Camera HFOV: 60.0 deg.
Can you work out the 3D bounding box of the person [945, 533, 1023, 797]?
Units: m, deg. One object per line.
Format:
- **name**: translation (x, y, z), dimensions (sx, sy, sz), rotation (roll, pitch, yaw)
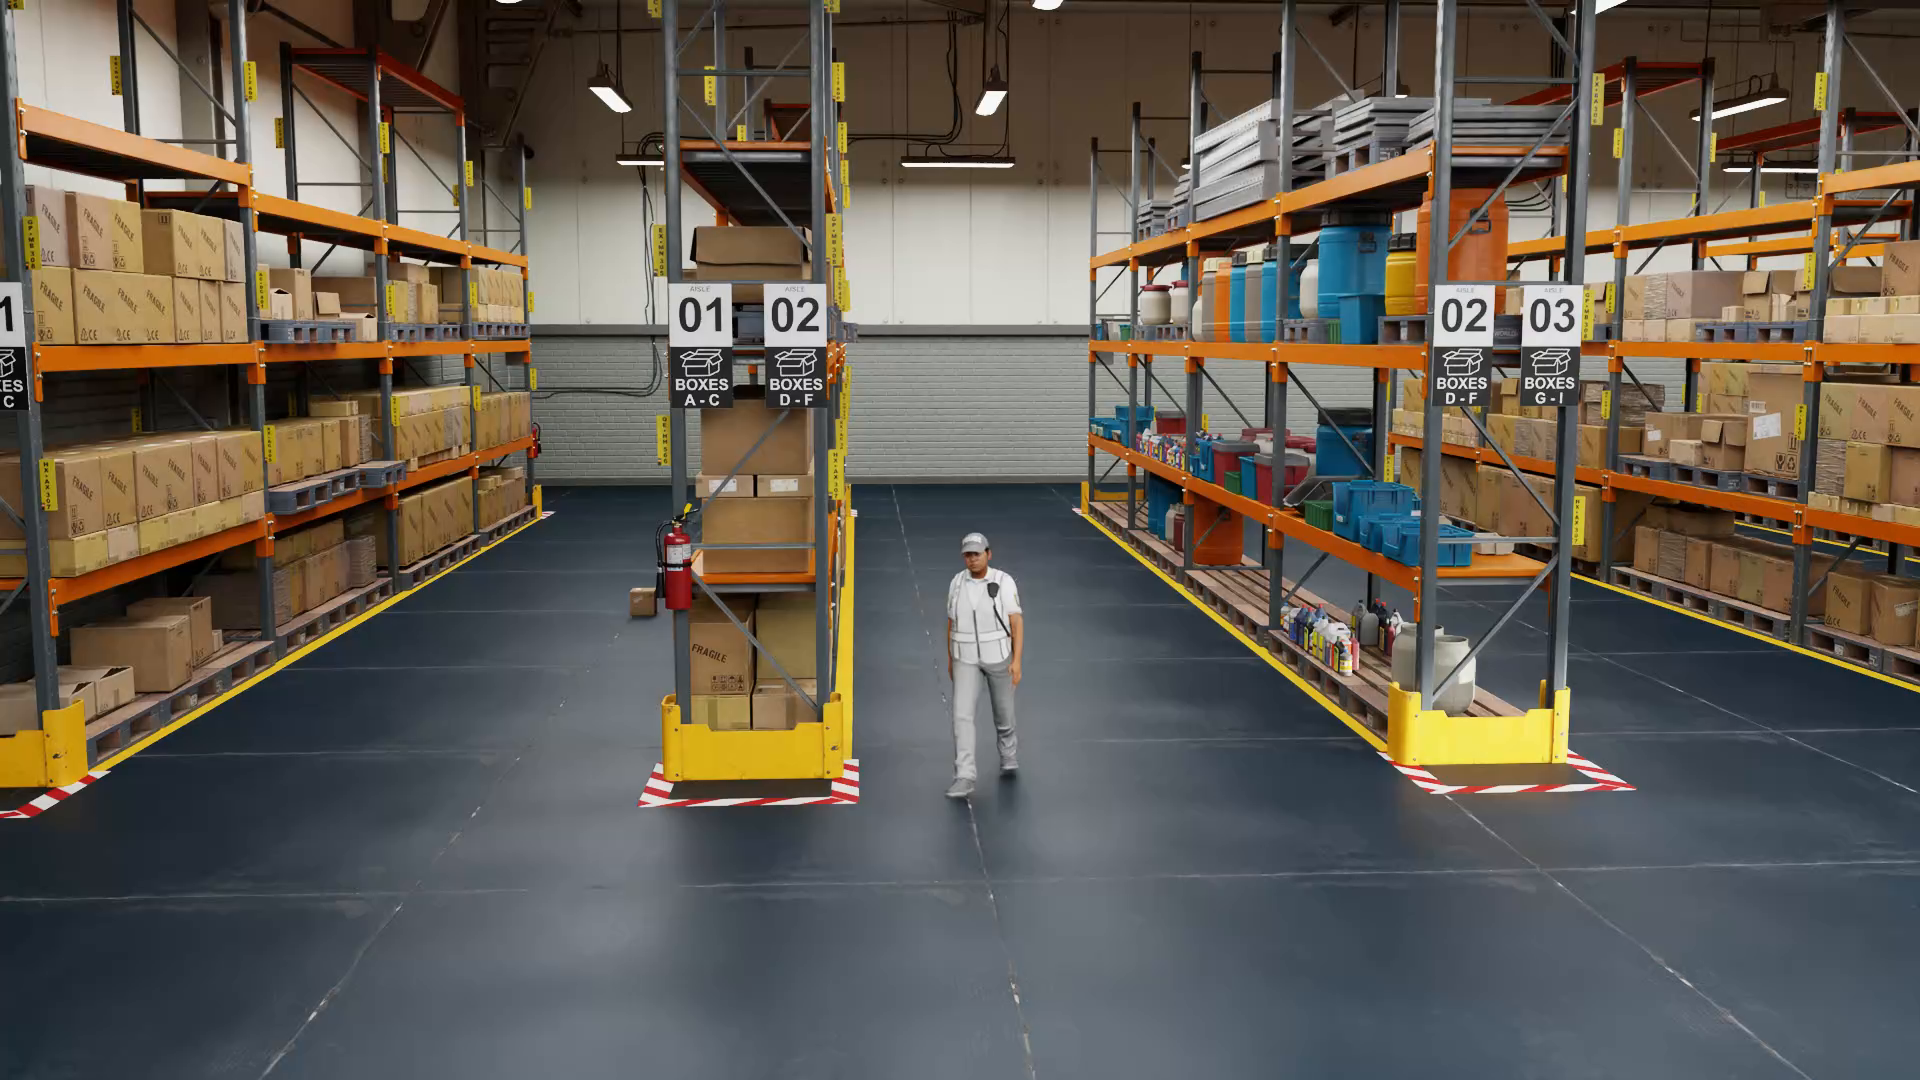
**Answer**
- **person**: translation (0.145, 0.757, 10.518), dimensions (0.518, 1.602, 1.021), rotation (1, 7, 10)
